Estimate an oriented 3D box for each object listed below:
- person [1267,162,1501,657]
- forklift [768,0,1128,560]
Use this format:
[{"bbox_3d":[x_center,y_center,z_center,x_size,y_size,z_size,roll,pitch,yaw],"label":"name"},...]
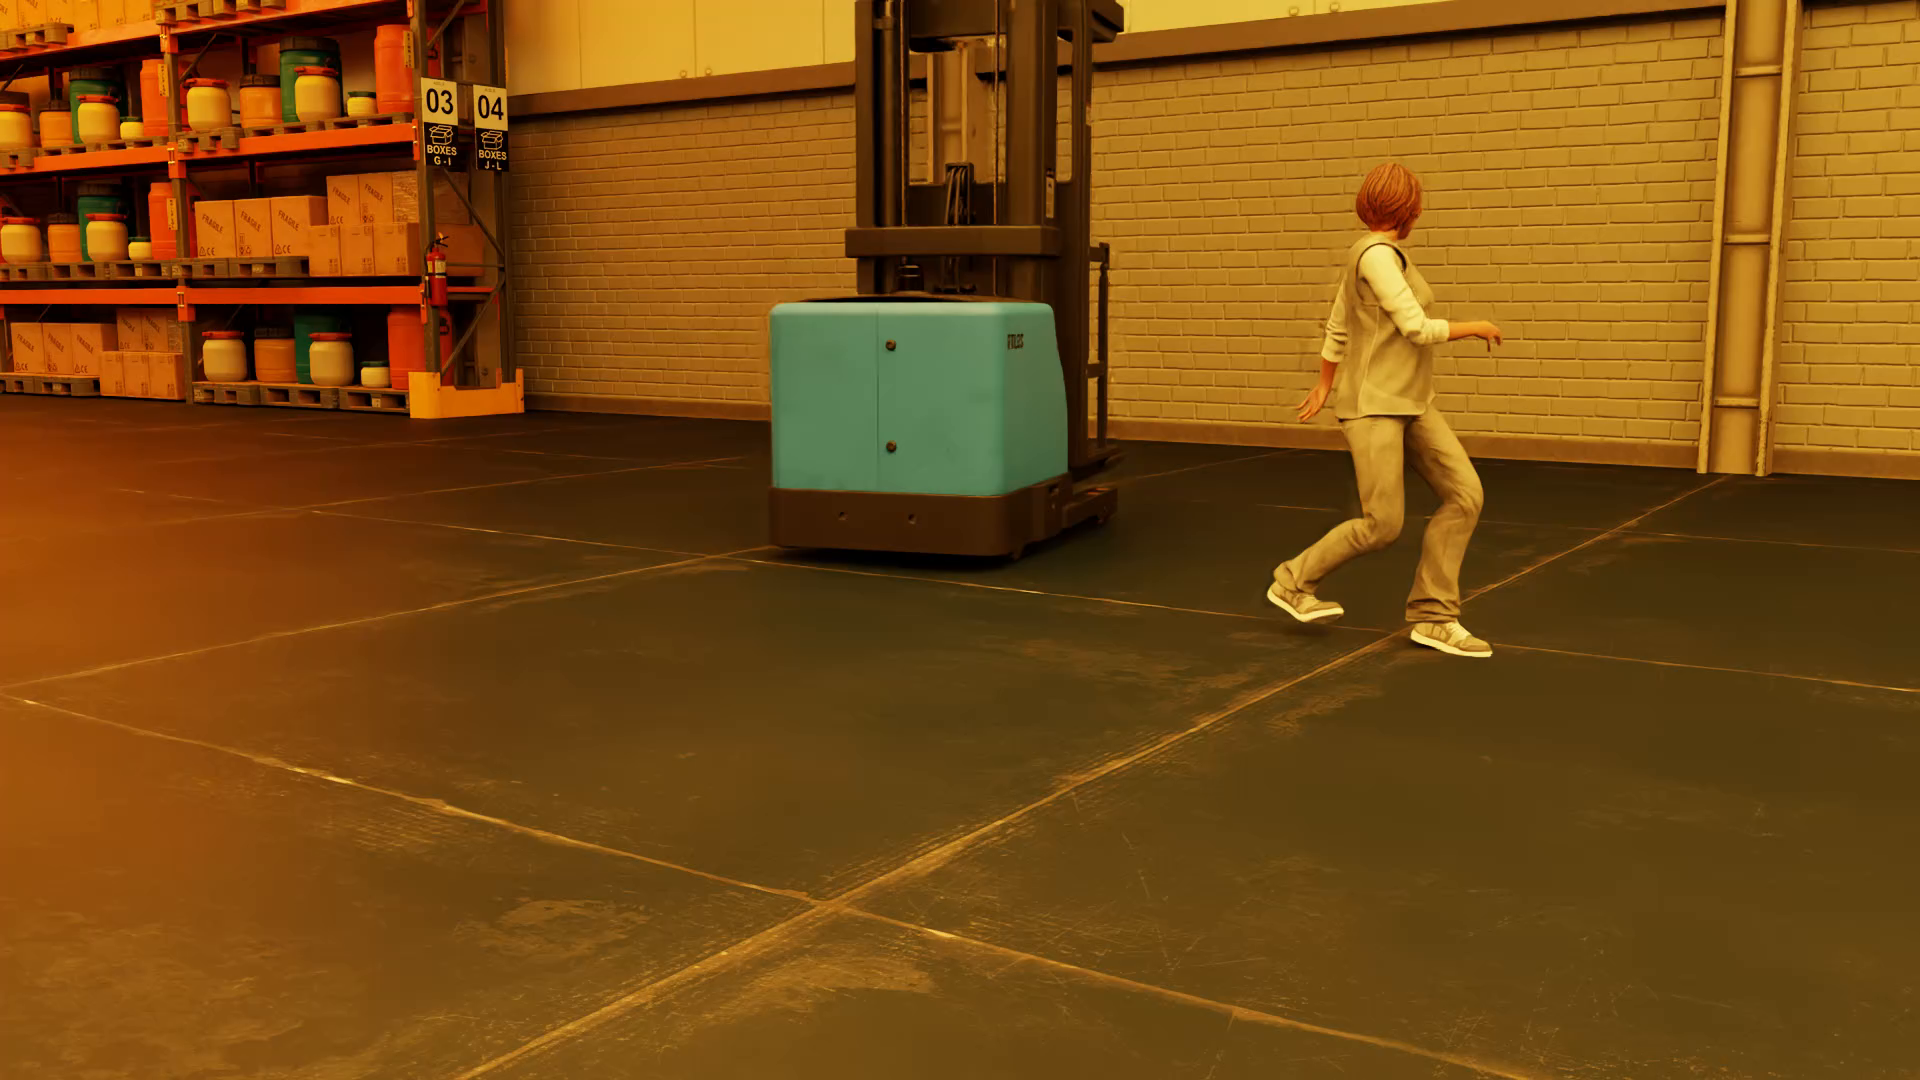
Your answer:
[{"bbox_3d":[1.348,-0.414,5.249,0.759,1.516,0.451,6,10,34],"label":"person"},{"bbox_3d":[0.150,-1.537,7.999,1.130,2.935,3.031,3,9,18],"label":"forklift"}]
